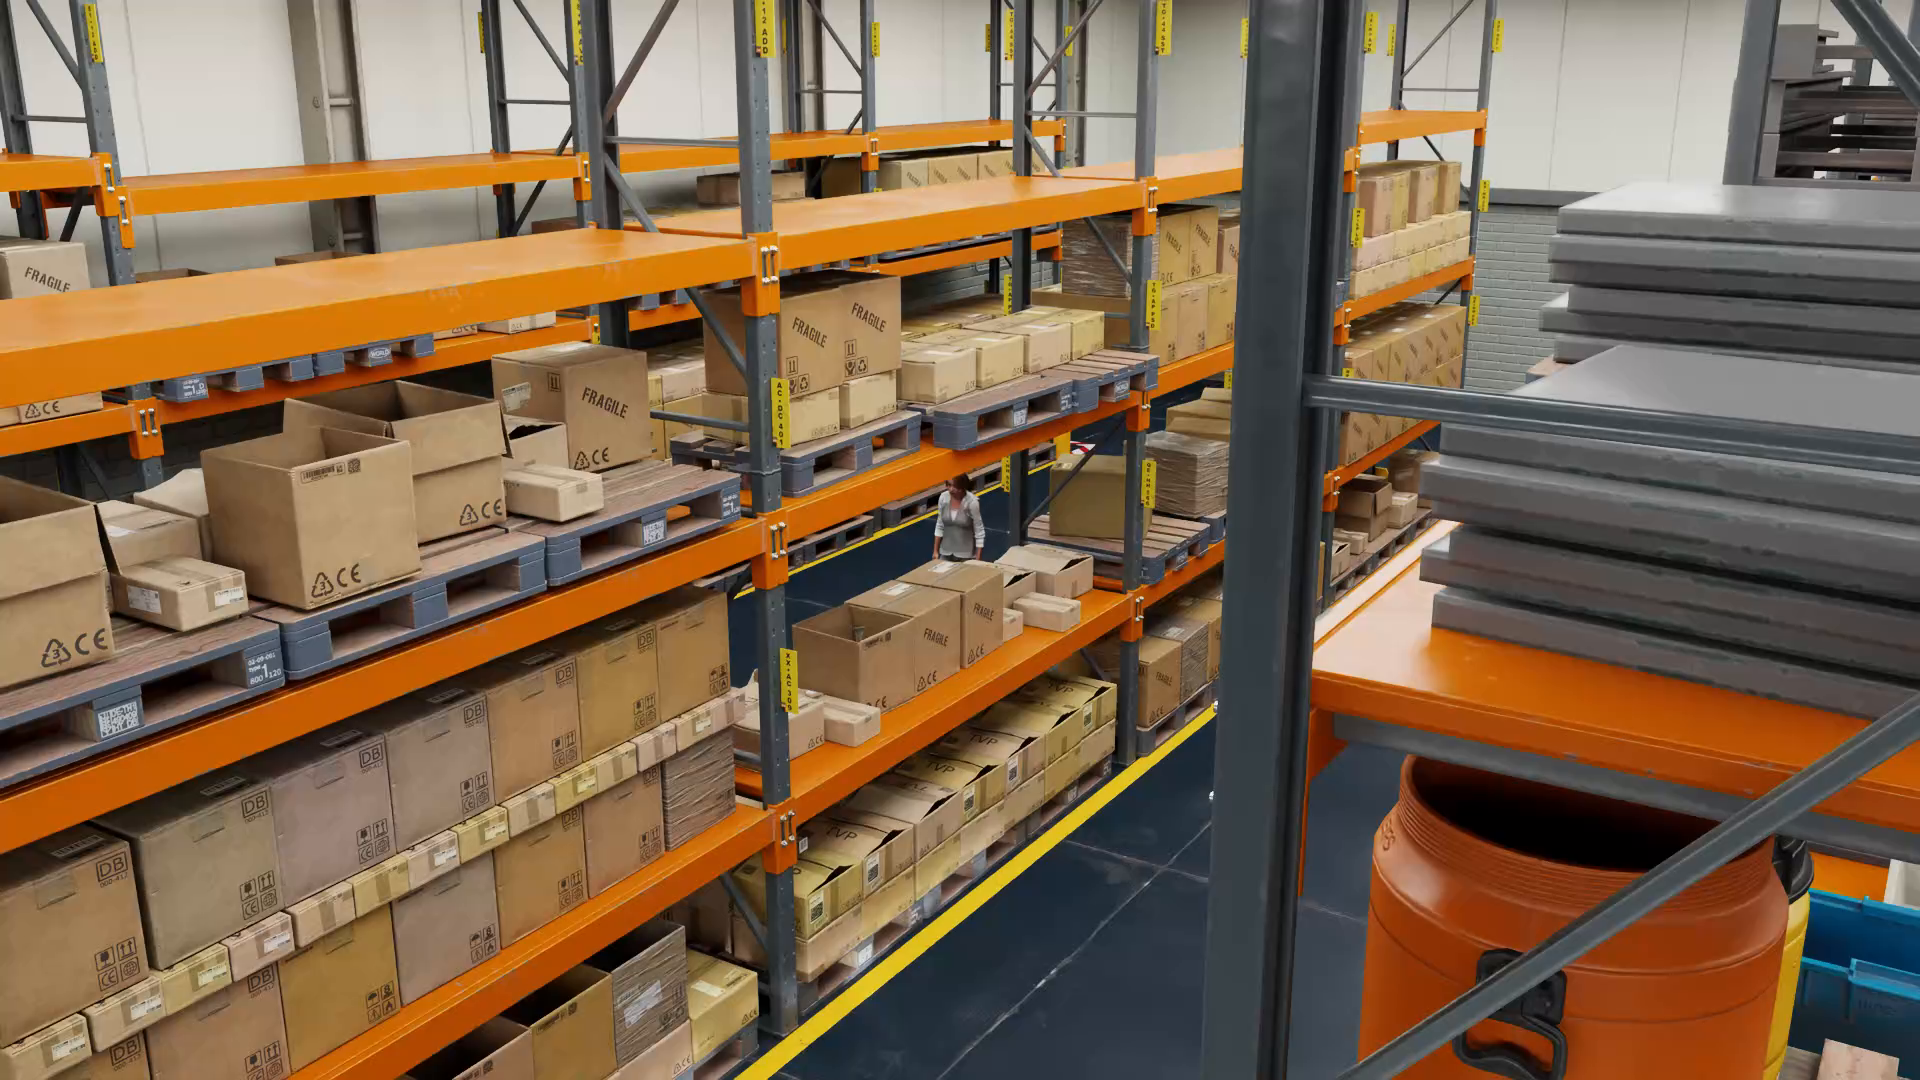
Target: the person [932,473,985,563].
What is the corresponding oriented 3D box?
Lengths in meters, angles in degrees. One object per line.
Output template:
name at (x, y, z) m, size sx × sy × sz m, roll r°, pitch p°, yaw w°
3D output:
person at (-0.019, 0.154, 14.056) m, size 0.483 × 1.580 × 0.347 m, roll 9°, pitch 18°, yaw 27°
